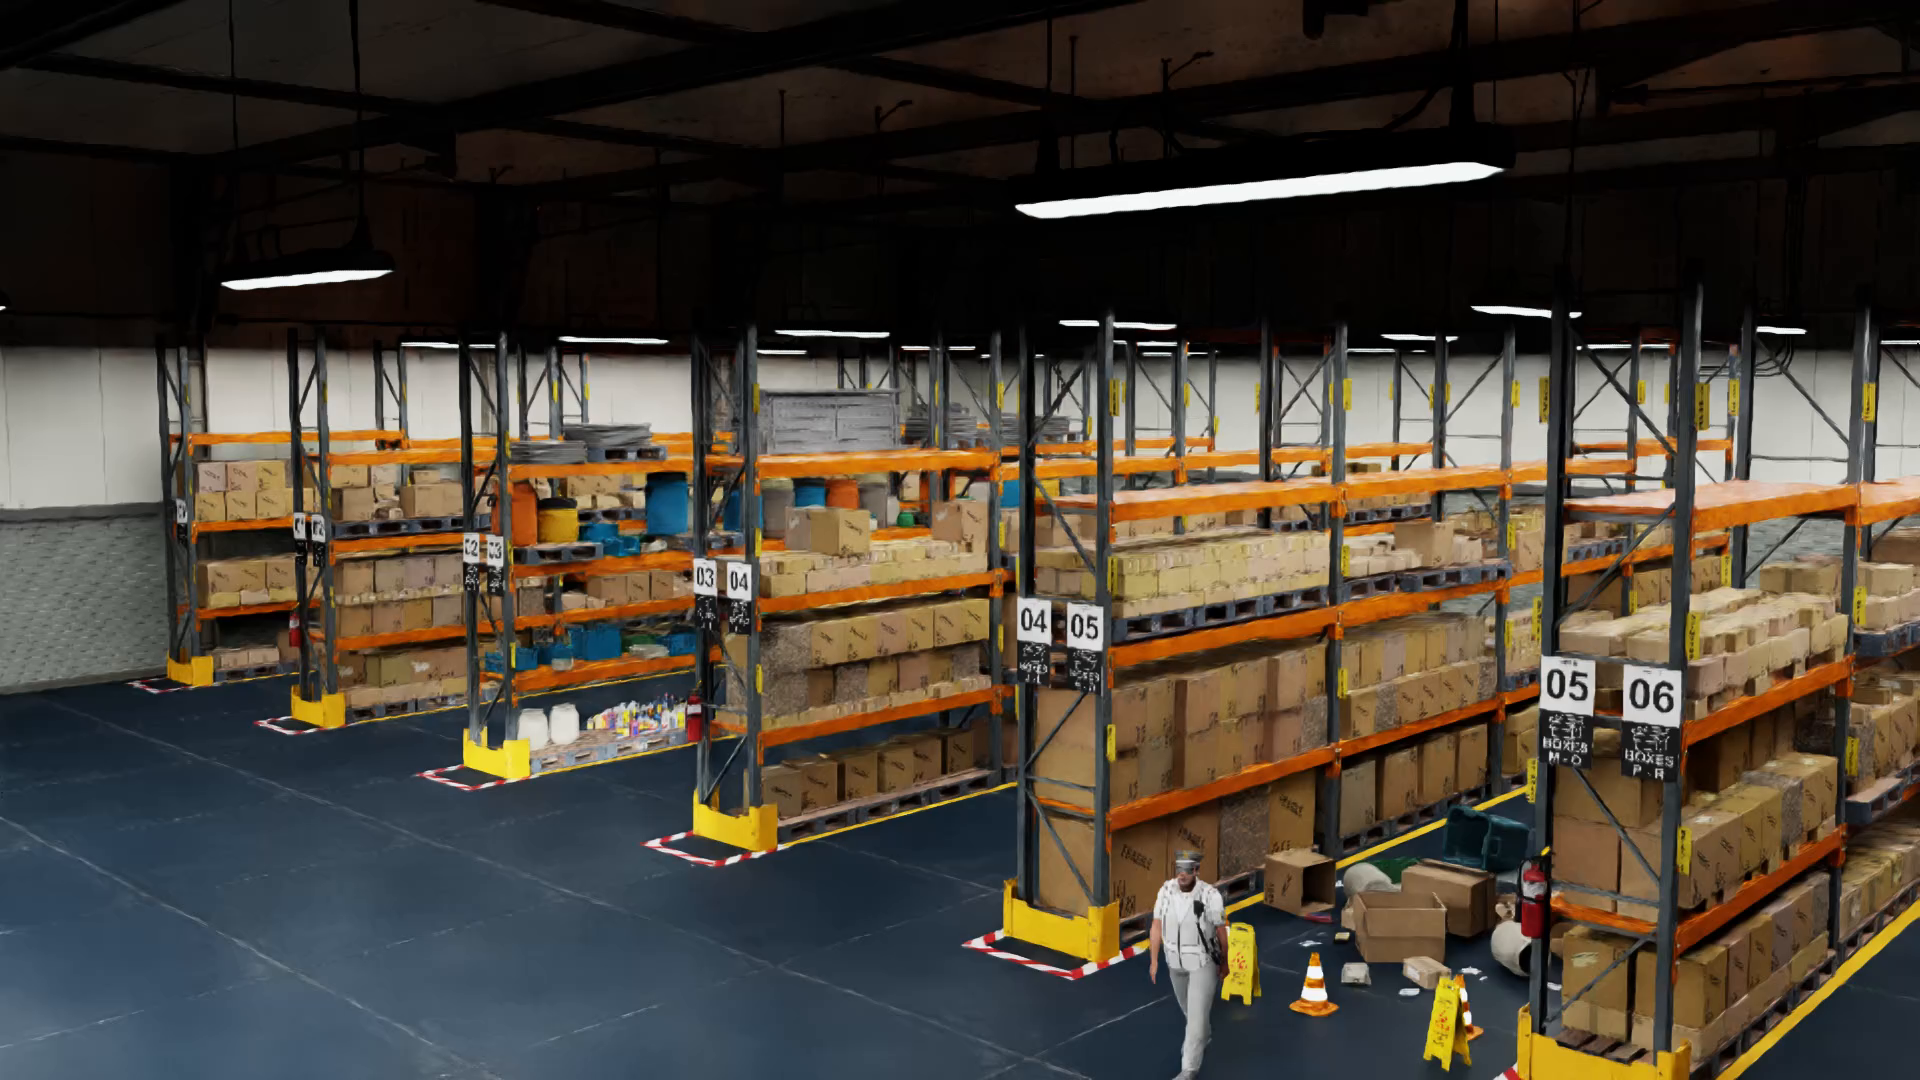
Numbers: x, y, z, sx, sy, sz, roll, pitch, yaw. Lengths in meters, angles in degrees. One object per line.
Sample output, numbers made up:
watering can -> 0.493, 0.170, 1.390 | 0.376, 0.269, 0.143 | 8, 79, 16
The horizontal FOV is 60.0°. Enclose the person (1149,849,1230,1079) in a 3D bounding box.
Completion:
person -> 1.701, 3.130, 12.462 | 0.536, 1.707, 1.036 | 4, 7, 35

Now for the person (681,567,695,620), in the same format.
person -> -5.366, 1.289, 33.069 | 1.036, 1.515, 0.417 | -5, 7, -44
